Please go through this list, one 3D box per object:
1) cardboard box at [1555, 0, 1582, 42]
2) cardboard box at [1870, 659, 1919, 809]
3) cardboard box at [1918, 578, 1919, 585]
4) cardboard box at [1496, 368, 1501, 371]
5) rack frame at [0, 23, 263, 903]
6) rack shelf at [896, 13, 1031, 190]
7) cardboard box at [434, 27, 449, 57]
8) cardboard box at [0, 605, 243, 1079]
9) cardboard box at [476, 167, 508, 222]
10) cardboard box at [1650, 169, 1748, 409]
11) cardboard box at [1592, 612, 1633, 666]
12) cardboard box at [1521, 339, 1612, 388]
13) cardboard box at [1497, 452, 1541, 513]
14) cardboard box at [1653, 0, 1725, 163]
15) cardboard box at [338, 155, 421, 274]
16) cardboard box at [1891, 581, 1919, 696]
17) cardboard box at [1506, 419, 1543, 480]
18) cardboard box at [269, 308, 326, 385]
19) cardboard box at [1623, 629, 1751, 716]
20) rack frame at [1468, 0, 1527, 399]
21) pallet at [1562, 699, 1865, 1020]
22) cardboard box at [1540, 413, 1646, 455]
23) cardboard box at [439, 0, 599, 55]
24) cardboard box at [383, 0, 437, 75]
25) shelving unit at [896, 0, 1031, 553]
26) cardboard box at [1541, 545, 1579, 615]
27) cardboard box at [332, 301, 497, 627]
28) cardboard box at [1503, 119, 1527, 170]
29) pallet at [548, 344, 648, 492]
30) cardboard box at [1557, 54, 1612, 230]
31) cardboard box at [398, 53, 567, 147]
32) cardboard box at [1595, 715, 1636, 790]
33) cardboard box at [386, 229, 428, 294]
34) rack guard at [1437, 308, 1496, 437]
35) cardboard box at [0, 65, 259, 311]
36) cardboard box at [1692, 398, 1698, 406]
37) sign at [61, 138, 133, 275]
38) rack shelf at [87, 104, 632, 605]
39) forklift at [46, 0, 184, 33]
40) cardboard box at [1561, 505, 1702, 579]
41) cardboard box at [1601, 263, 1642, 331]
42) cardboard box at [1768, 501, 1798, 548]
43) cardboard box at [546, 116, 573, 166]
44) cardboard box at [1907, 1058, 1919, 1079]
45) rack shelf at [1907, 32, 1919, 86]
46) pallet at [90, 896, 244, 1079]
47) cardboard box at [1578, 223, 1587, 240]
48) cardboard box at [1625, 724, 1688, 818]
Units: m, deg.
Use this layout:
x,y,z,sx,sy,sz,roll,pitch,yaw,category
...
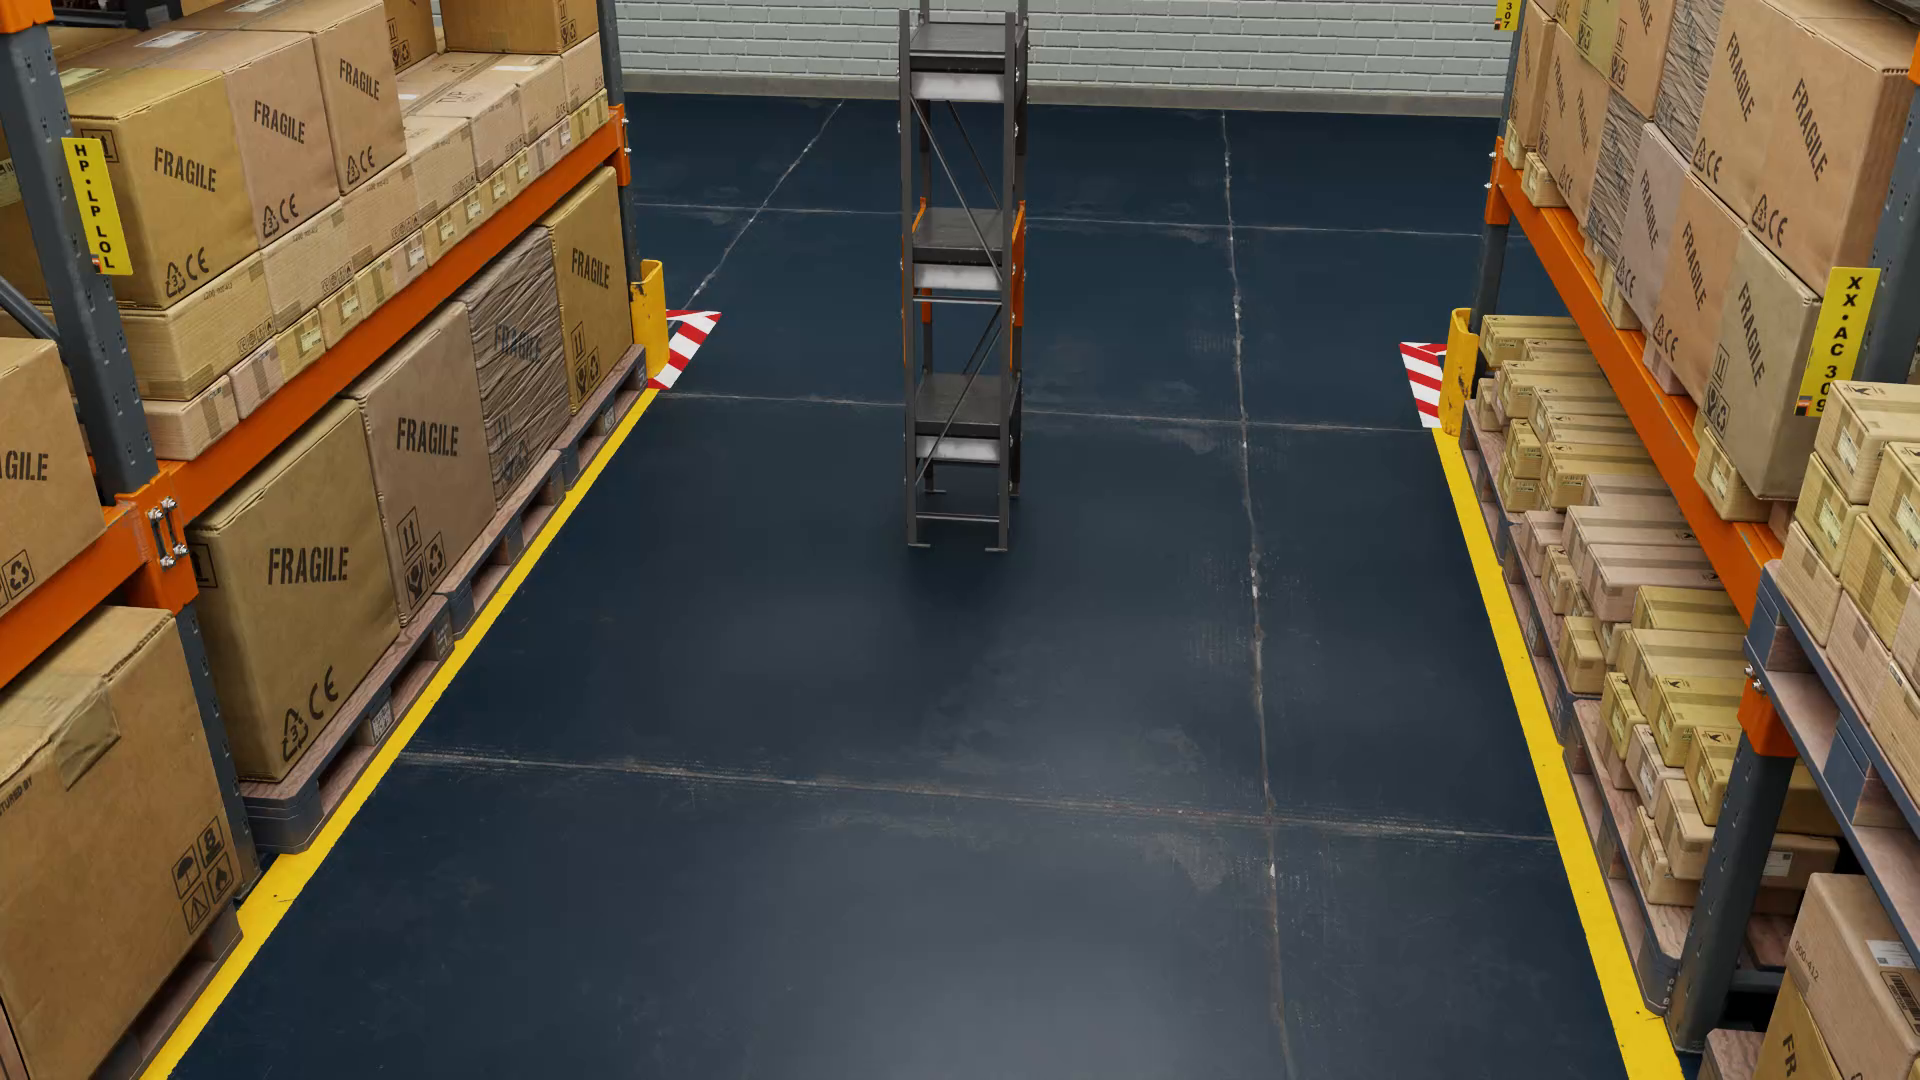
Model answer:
x,y,z,sx,sy,sz,roll,pitch,yaw,category
2.464,-2.059,5.936,0.500,0.500,0.500,4,29,8,cardboard box
1.780,0.338,2.782,0.380,0.149,0.250,4,29,7,cardboard box
1.781,0.080,2.634,0.380,0.149,0.250,4,29,7,cardboard box
2.519,-0.707,7.148,0.380,0.149,0.250,5,29,8,cardboard box
-2.562,-0.330,4.201,1.000,3.000,0.127,3,28,6,rack frame
0.020,-1.607,6.071,0.431,0.518,0.480,3,28,6,rack shelf
-2.399,-2.068,7.270,0.500,0.250,0.500,3,28,5,cardboard box
-2.621,0.723,4.044,1.225,0.875,0.875,3,29,6,cardboard box
-1.944,-1.313,6.289,0.380,0.149,0.250,3,29,6,cardboard box
2.191,-0.658,4.390,0.500,0.500,0.500,3,28,5,cardboard box
2.247,0.289,5.300,0.380,0.149,0.250,4,29,7,cardboard box
2.522,-0.706,6.833,0.380,0.149,0.250,4,29,7,cardboard box
2.341,-0.220,6.559,0.380,0.149,0.250,4,29,7,cardboard box
2.272,-1.330,4.584,0.500,0.500,0.500,4,29,8,cardboard box
-2.121,-1.079,5.435,0.500,0.250,0.500,4,29,7,cardboard box
1.782,0.202,2.720,0.380,0.149,0.250,4,29,7,cardboard box
2.348,-0.346,6.479,0.380,0.149,0.250,4,29,8,cardboard box
-2.132,-0.587,4.943,0.380,0.149,0.250,4,29,8,cardboard box
2.148,0.391,4.798,0.380,0.149,0.250,3,28,6,cardboard box
2.838,-1.877,7.072,1.000,3.000,0.127,3,28,6,rack frame
2.395,0.915,4.829,1.003,0.211,1.213,3,28,6,pallet
2.372,-0.343,6.160,0.380,0.149,0.250,4,29,8,cardboard box
-1.871,-2.364,7.029,0.500,0.500,0.500,4,29,7,cardboard box
-2.460,-2.163,6.656,0.500,0.500,0.500,3,28,5,cardboard box
0.020,-1.002,6.397,0.431,2.100,0.503,3,28,6,shelving unit
2.280,0.150,5.873,0.380,0.149,0.250,3,28,6,cardboard box
-2.292,-0.310,5.959,0.875,0.875,0.875,3,28,6,cardboard box
2.473,-1.633,6.884,0.380,0.149,0.250,3,28,6,cardboard box
-2.093,-0.605,7.650,1.003,0.211,1.213,3,28,6,pallet
2.396,-1.374,5.719,0.500,0.500,0.500,4,29,7,cardboard box
-1.931,-1.796,6.765,0.500,0.250,0.500,3,28,5,cardboard box
2.141,0.626,4.989,0.380,0.149,0.250,2,28,5,cardboard box
-2.038,-0.950,5.615,0.380,0.149,0.250,4,29,7,cardboard box
2.828,-0.741,7.599,1.175,0.500,0.348,3,28,6,rack guard
-2.250,-0.936,4.379,0.500,0.500,0.500,3,28,6,cardboard box
2.265,-0.399,4.593,0.380,0.149,0.250,3,28,5,cardboard box
-2.023,-0.778,3.895,0.100,0.325,0.005,3,28,6,sign
-2.317,-0.955,6.119,1.077,0.370,4.000,3,28,6,rack shelf
-4.571,-2.365,8.050,1.130,2.935,3.031,9,29,15,forklift
2.220,0.013,5.499,0.380,0.149,0.250,2,28,4,cardboard box
2.271,-0.772,5.286,0.380,0.149,0.250,4,29,7,cardboard box
2.150,-0.032,3.912,0.380,0.149,0.250,3,28,6,cardboard box
-1.851,-1.675,6.961,0.380,0.149,0.250,3,29,6,cardboard box
1.932,1.174,2.810,0.500,0.250,0.500,4,29,8,cardboard box
2.593,-1.940,4.784,1.077,0.370,4.000,3,28,6,rack shelf
-2.582,1.265,4.180,1.003,0.211,1.213,3,28,6,pallet
2.443,-1.131,5.952,0.380,0.149,0.250,3,28,6,cardboard box
2.092,0.650,4.631,0.380,0.149,0.250,2,28,4,cardboard box
